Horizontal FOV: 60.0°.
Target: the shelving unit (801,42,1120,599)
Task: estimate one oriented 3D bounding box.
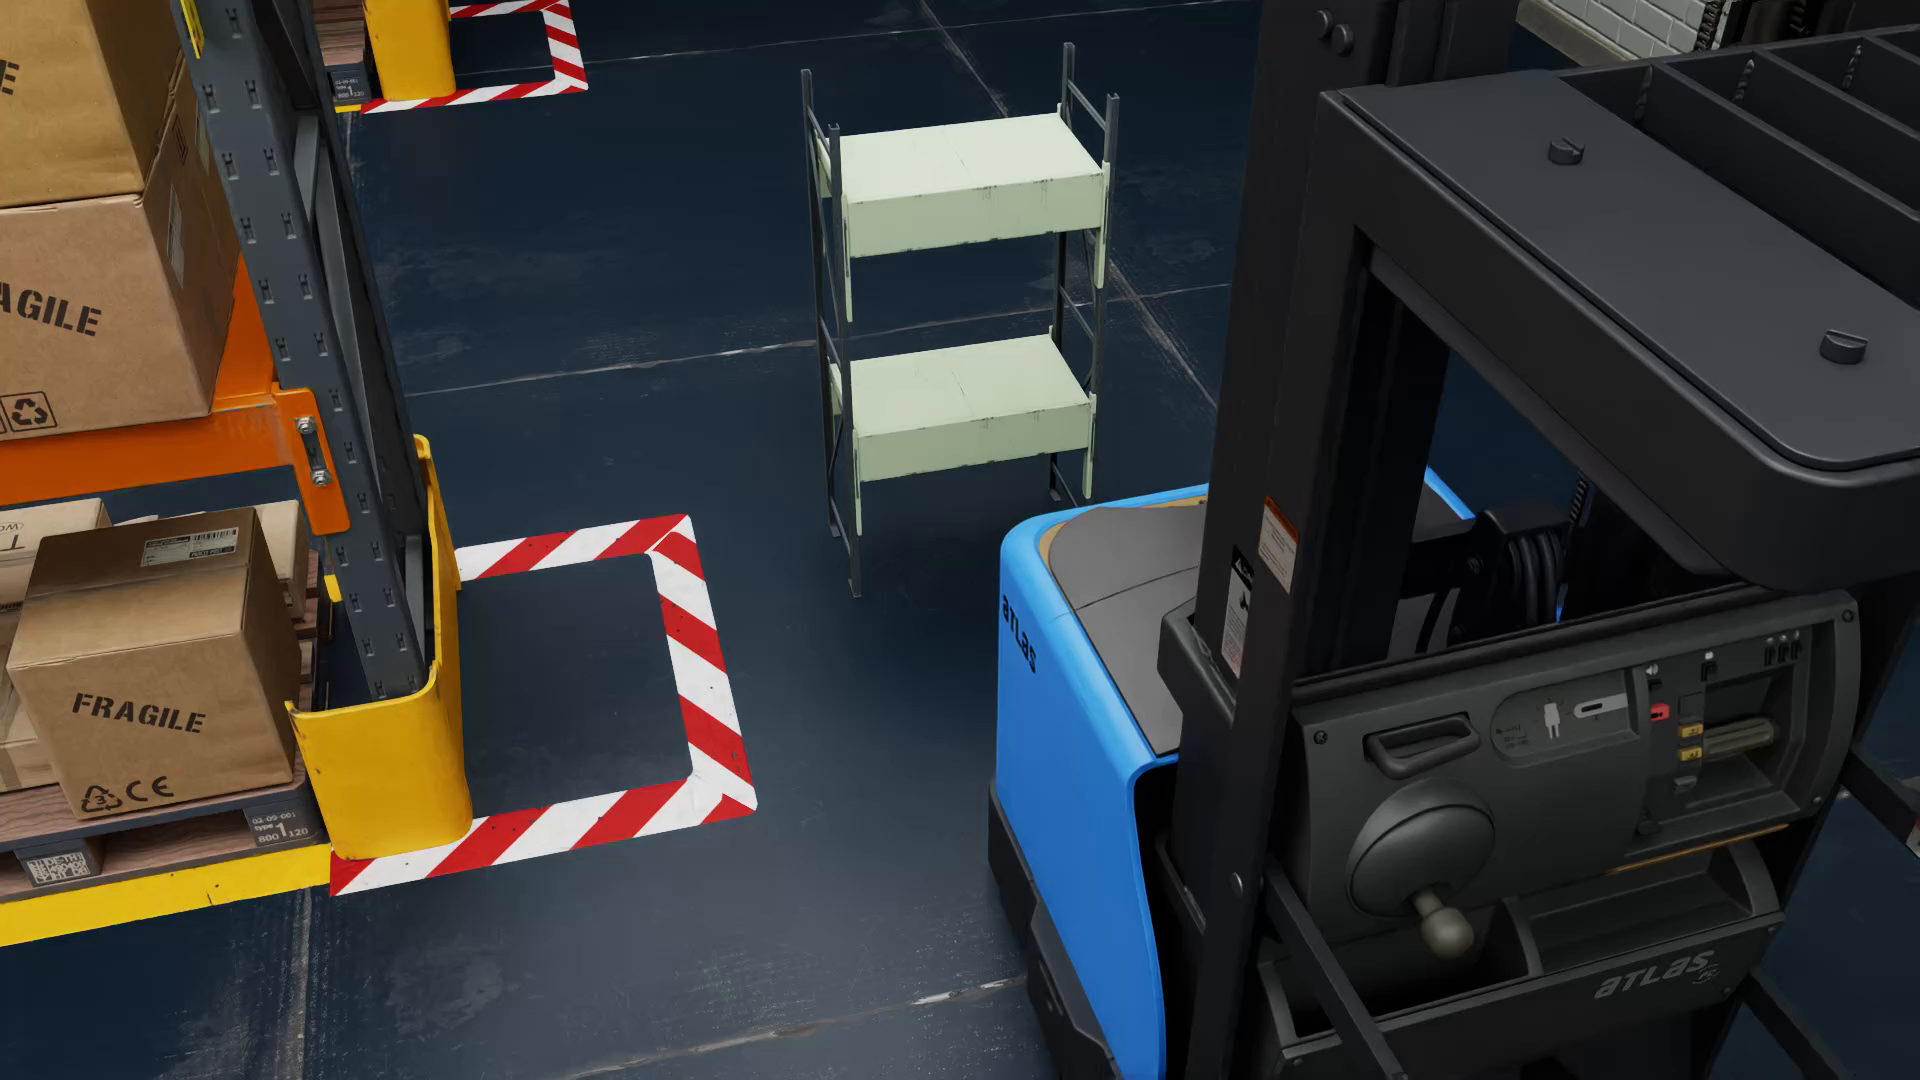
[{"bbox_3d":[-0.006,-0.595,4.793,0.755,1.500,0.431,-9,38,-12],"label":"shelving unit"}]

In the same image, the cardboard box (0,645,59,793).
[{"bbox_3d":[-2.364,0.439,4.178,0.250,0.166,0.380,-9,38,-12],"label":"cardboard box"}]

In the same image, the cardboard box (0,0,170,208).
[{"bbox_3d":[-1.847,-0.959,3.130,0.500,0.500,0.500,-10,38,-12],"label":"cardboard box"}]

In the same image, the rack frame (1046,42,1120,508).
[{"bbox_3d":[0.347,-0.653,4.869,0.023,1.500,0.400,-9,38,-12],"label":"rack frame"}]

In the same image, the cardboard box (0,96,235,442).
[{"bbox_3d":[-1.850,-0.563,3.435,0.500,0.500,0.500,-8,38,-11],"label":"cardboard box"}]

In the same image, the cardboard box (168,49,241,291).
[{"bbox_3d":[-1.986,-0.878,3.847,0.500,0.500,0.500,-9,38,-11],"label":"cardboard box"}]

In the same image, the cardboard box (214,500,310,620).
[{"bbox_3d":[-1.983,0.068,4.676,0.250,0.149,0.380,-9,38,-12],"label":"cardboard box"}]

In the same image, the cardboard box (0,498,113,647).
[{"bbox_3d":[-2.570,0.162,4.470,0.500,0.250,0.500,-9,38,-12],"label":"cardboard box"}]

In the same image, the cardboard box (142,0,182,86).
[{"bbox_3d":[-1.986,-1.275,3.543,0.500,0.500,0.500,-8,38,-11],"label":"cardboard box"}]

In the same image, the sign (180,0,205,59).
[{"bbox_3d":[-1.363,-1.011,2.889,0.005,0.325,0.100,-9,38,-12],"label":"sign"}]

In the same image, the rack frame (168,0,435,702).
[{"bbox_3d":[-1.489,-0.754,3.767,0.127,3.000,1.000,-9,38,-12],"label":"rack frame"}]

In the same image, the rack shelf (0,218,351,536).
[{"bbox_3d":[-3.419,-0.151,3.571,4.000,0.370,1.077,-9,38,-12],"label":"rack shelf"}]

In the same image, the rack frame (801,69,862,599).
[{"bbox_3d":[-0.360,-0.537,4.717,0.023,1.500,0.400,-9,38,-12],"label":"rack frame"}]

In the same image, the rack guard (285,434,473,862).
[{"bbox_3d":[-1.562,0.251,4.511,0.348,0.500,1.175,-9,38,-12],"label":"rack guard"}]

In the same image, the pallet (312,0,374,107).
[{"bbox_3d":[-3.535,-2.379,8.186,1.213,0.211,1.003,-9,38,-12],"label":"pallet"}]

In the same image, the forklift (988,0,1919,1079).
[{"bbox_3d":[0.992,0.415,2.295,1.130,2.935,3.031,-11,39,-14],"label":"forklift"}]

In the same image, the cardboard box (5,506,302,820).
[{"bbox_3d":[-1.949,0.295,4.091,0.500,0.500,0.500,-9,38,-12],"label":"cardboard box"}]

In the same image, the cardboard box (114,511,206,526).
[{"bbox_3d":[-2.224,0.101,4.619,0.250,0.166,0.380,-9,38,-12],"label":"cardboard box"}]

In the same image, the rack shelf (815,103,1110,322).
[{"bbox_3d":[-0.006,-0.905,4.556,0.720,0.370,0.431,-9,38,-12],"label":"rack shelf"}]

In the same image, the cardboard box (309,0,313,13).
[{"bbox_3d":[-3.433,-2.663,7.975,0.500,0.500,0.700,-9,38,-12],"label":"cardboard box"}]

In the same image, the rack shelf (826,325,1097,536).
[{"bbox_3d":[-0.006,-0.336,4.991,0.720,0.370,0.431,-9,38,-12],"label":"rack shelf"}]

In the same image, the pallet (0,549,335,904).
[{"bbox_3d":[-2.331,0.493,4.433,1.213,0.211,1.003,-9,38,-12],"label":"pallet"}]

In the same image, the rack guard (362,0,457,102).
[{"bbox_3d":[-2.761,-2.670,8.329,0.348,0.500,1.175,-9,38,-12],"label":"rack guard"}]
